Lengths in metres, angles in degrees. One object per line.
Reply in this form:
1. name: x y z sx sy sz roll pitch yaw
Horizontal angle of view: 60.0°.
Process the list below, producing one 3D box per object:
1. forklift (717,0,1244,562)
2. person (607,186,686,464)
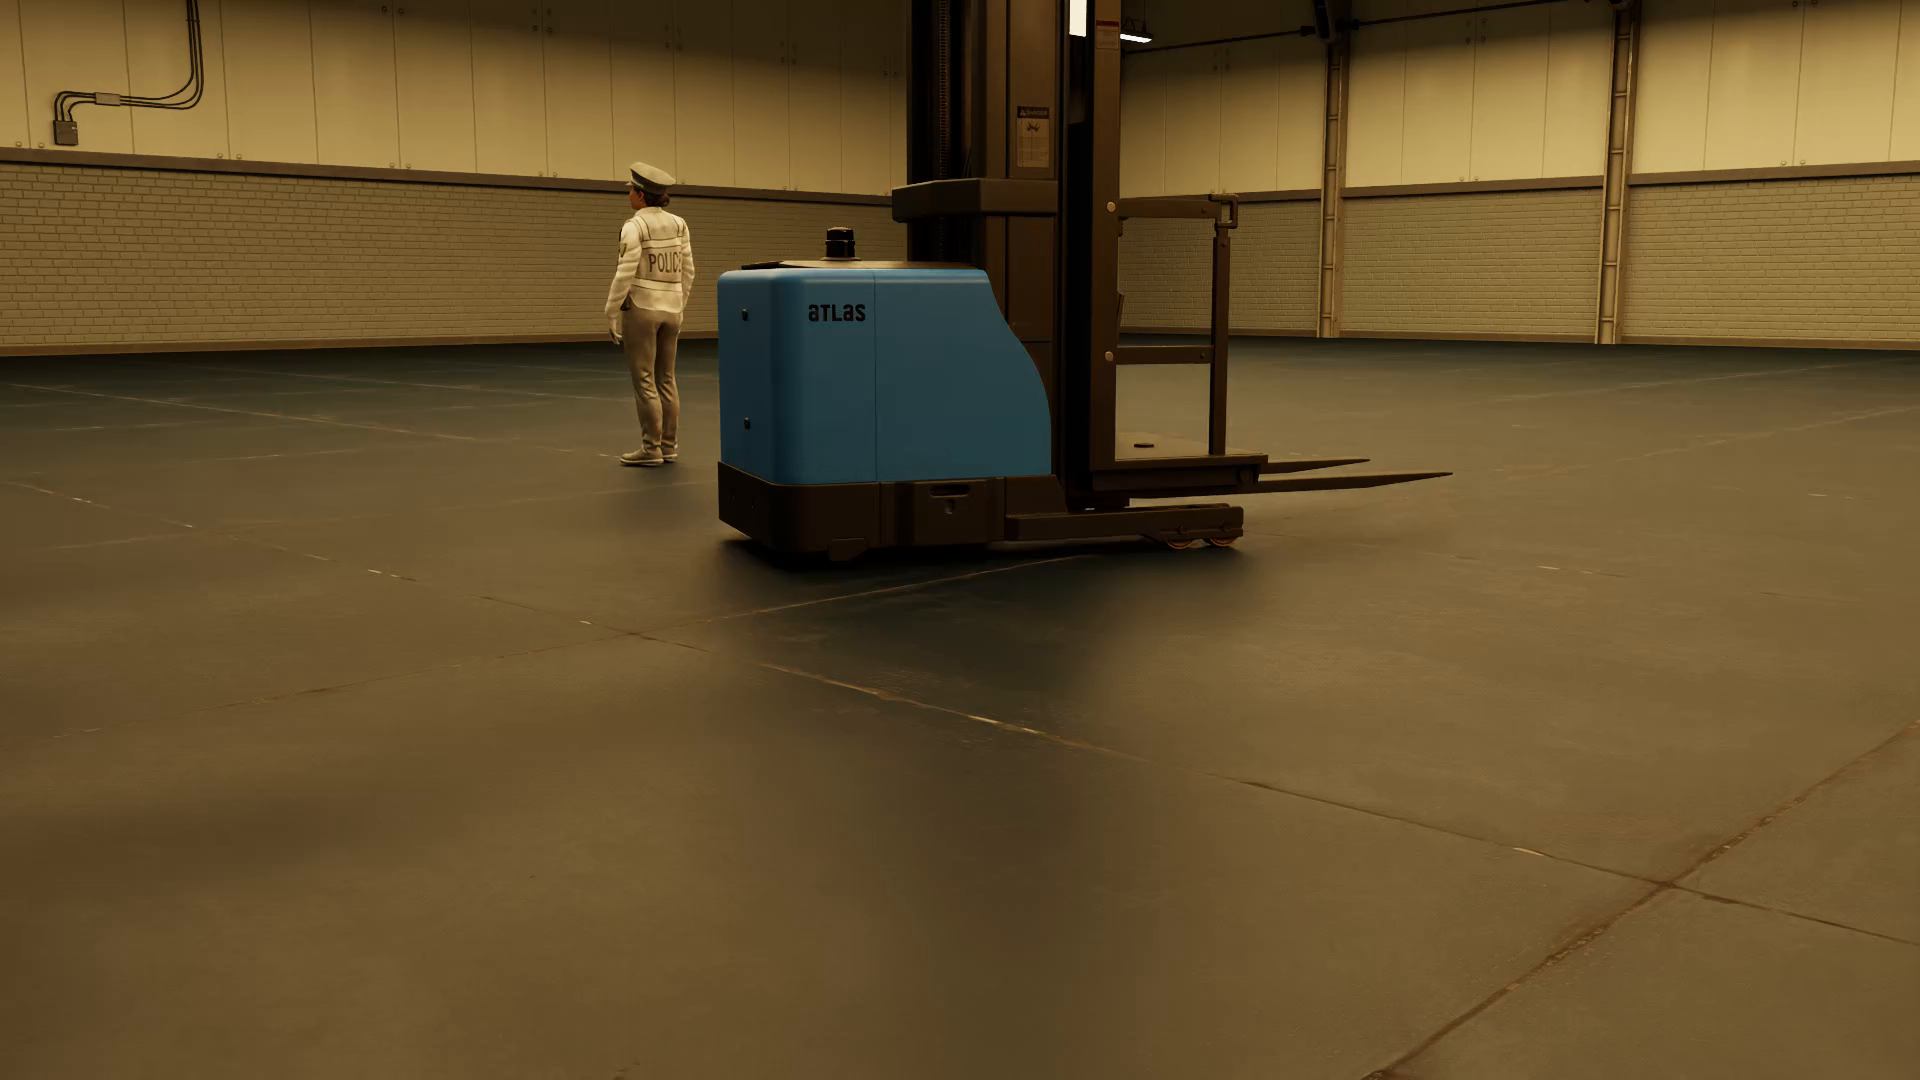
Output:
1. forklift: 0.074 -1.422 6.532 1.939 2.867 1.129 -3 9 -21
2. person: -1.810 -1.251 9.468 0.500 1.641 0.569 6 11 37
